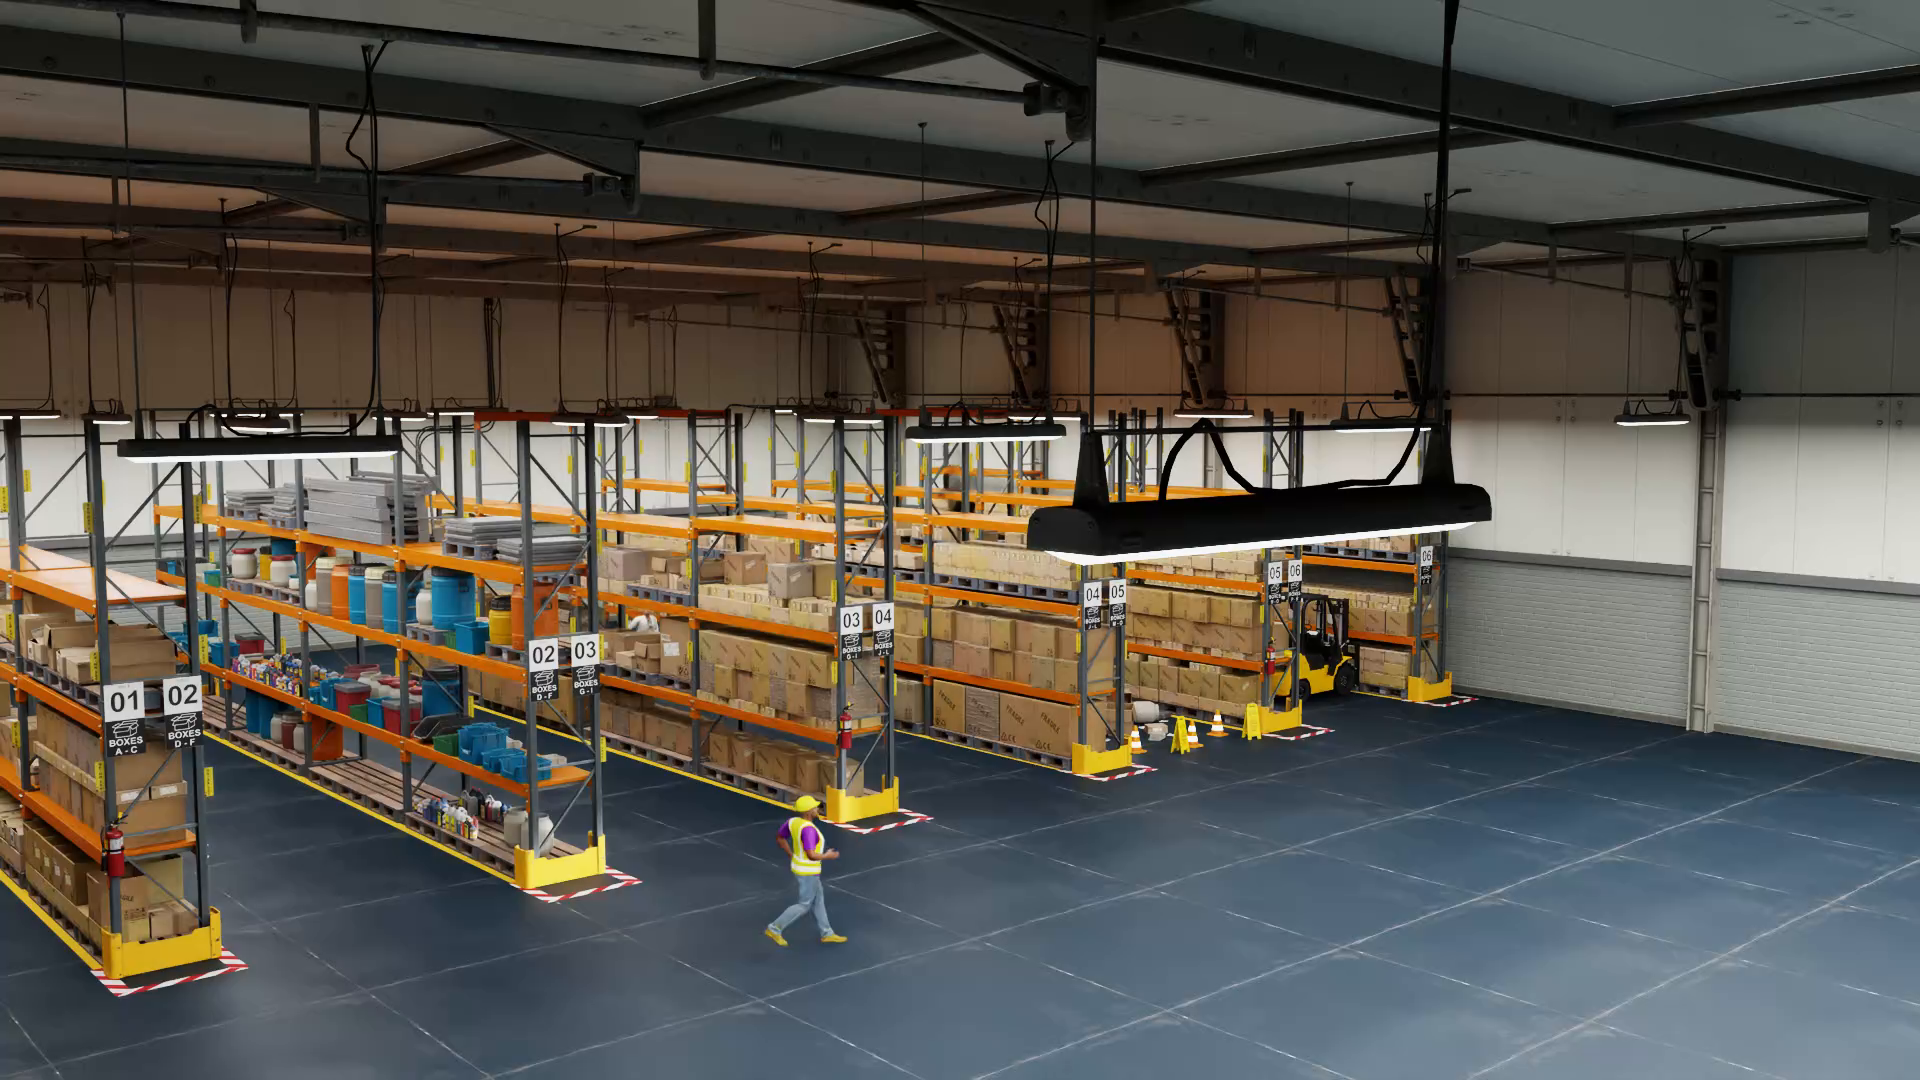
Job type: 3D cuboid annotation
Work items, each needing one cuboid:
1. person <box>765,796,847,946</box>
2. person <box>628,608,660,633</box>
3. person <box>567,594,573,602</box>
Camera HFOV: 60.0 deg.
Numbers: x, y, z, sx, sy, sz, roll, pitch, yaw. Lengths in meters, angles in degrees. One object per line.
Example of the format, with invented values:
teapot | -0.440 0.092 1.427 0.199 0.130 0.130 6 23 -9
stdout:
person | -1.748 3.776 18.889 0.991 1.760 0.693 -2 5 -20
person | -6.858 2.285 36.242 0.841 1.784 0.732 5 7 45
person | -9.482 2.020 40.546 0.678 1.534 0.650 3 6 34
